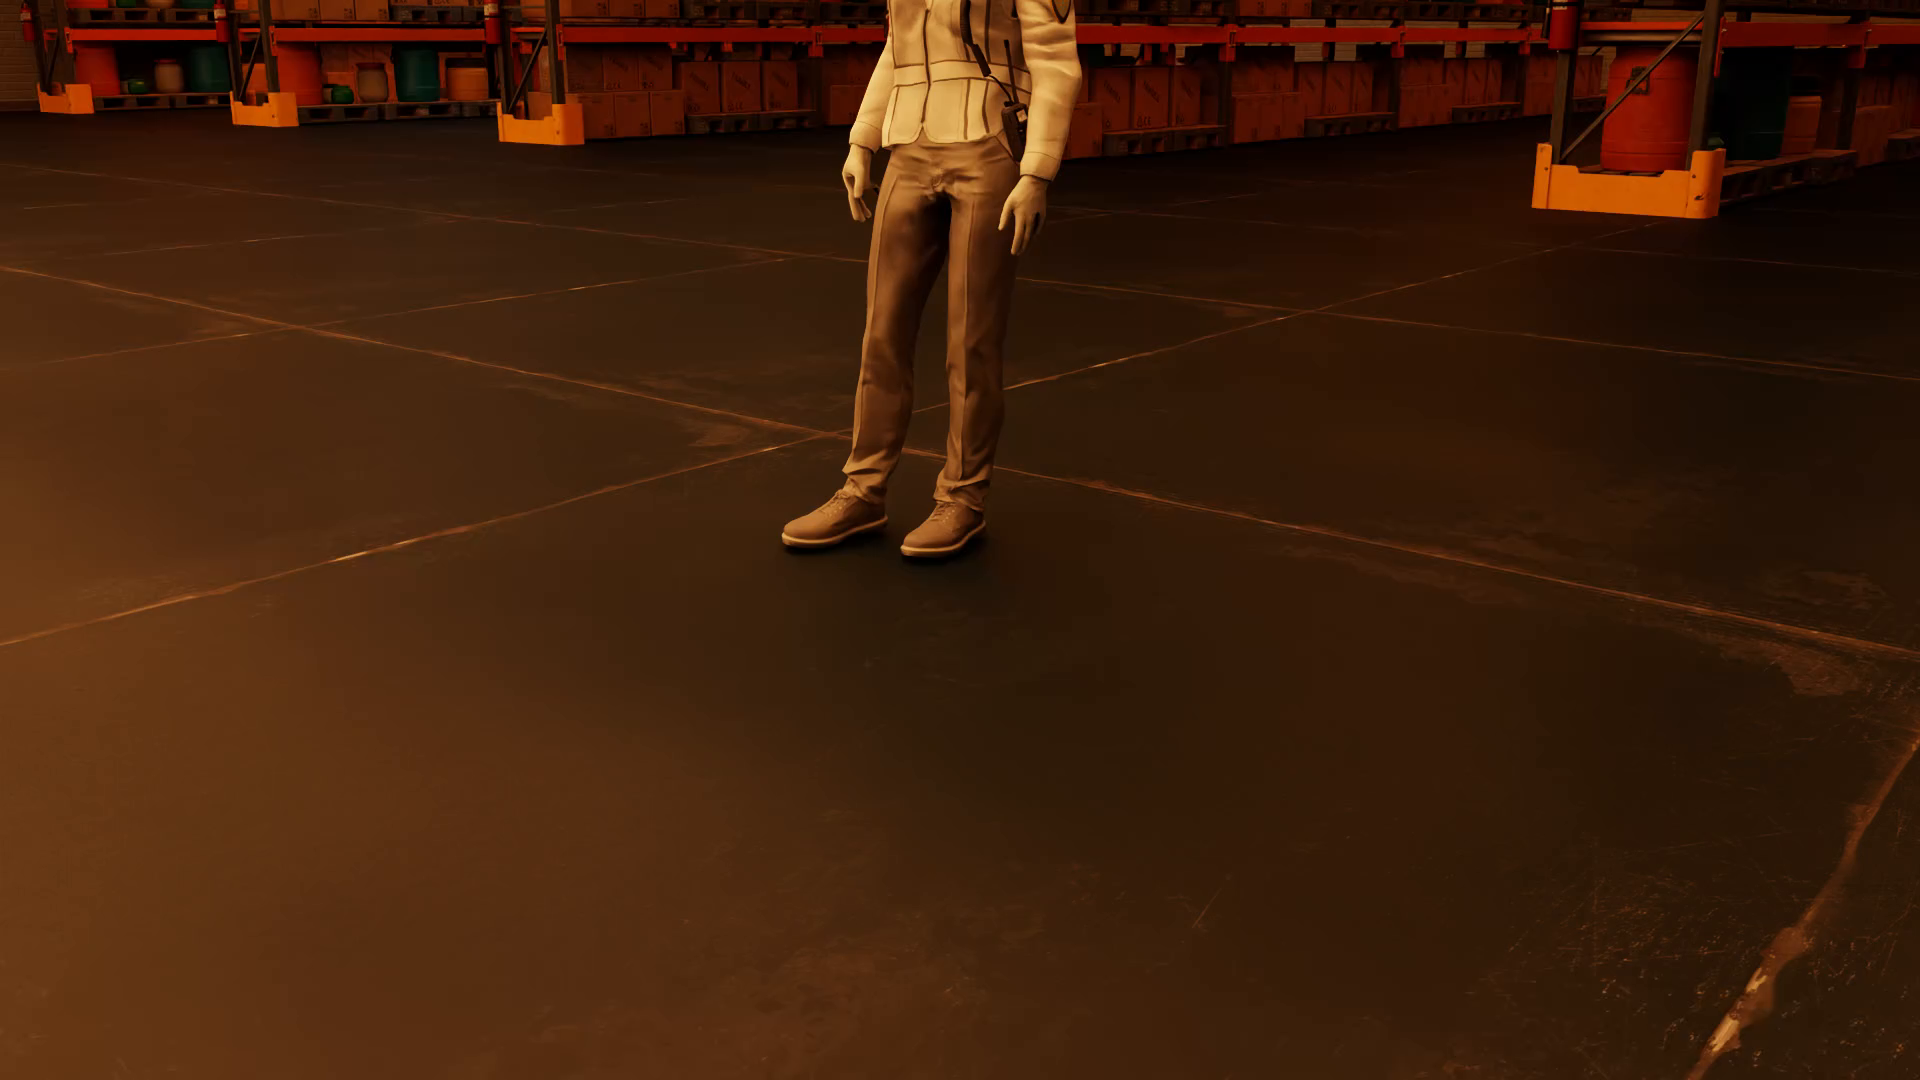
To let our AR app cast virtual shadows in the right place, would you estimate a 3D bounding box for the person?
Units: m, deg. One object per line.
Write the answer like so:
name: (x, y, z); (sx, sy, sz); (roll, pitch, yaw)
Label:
person: (-0.049, -0.803, 3.647); (0.587, 1.694, 0.530); (13, 21, 37)
